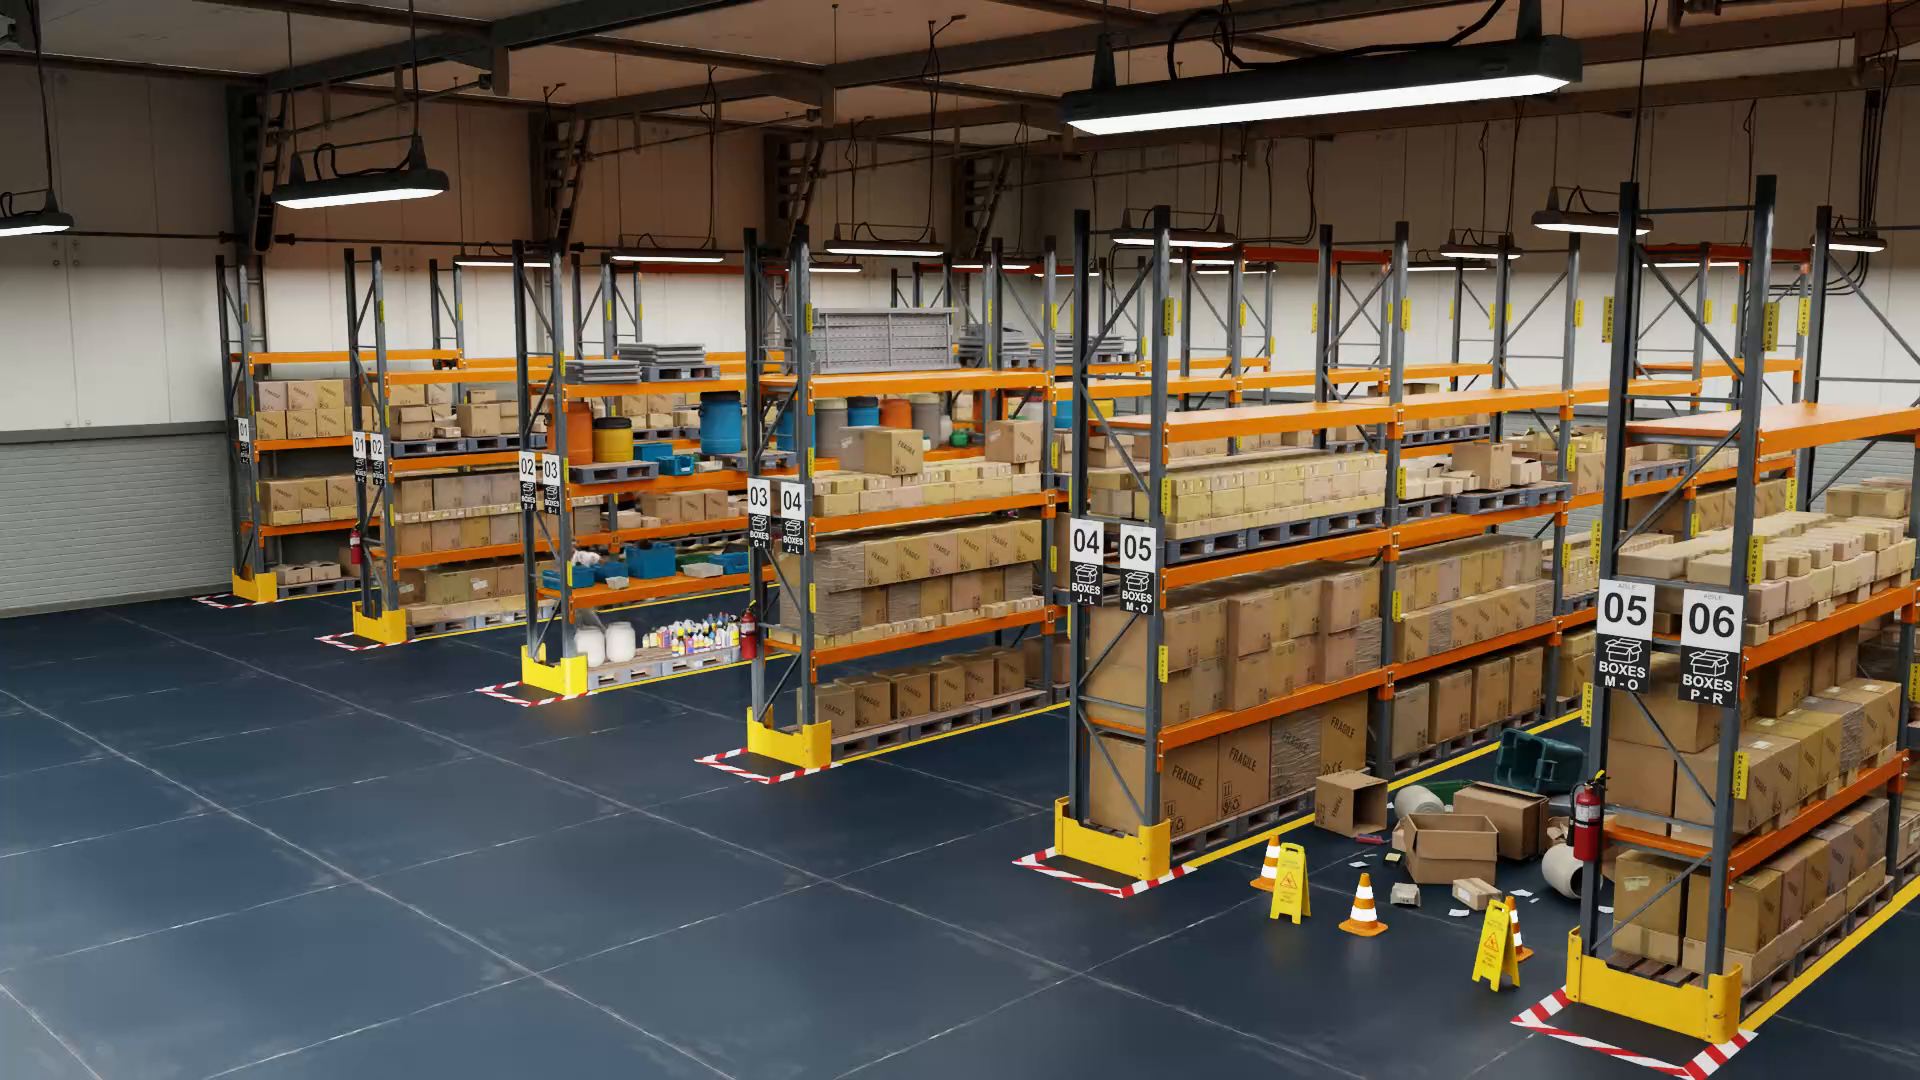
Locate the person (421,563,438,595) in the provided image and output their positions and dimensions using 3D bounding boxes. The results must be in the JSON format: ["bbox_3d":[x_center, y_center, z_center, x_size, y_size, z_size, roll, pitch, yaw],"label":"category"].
[{"bbox_3d":[-8.837,0.369,27.962,0.570,1.646,0.958,7,10,39],"label":"person"}]

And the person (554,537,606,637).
[{"bbox_3d":[-5.664,0.793,24.936,0.647,1.784,0.961,6,10,37],"label":"person"}]

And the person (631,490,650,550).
[{"bbox_3d":[-5.991,-0.114,31.363,0.777,1.781,0.608,-7,11,-42],"label":"person"}]
